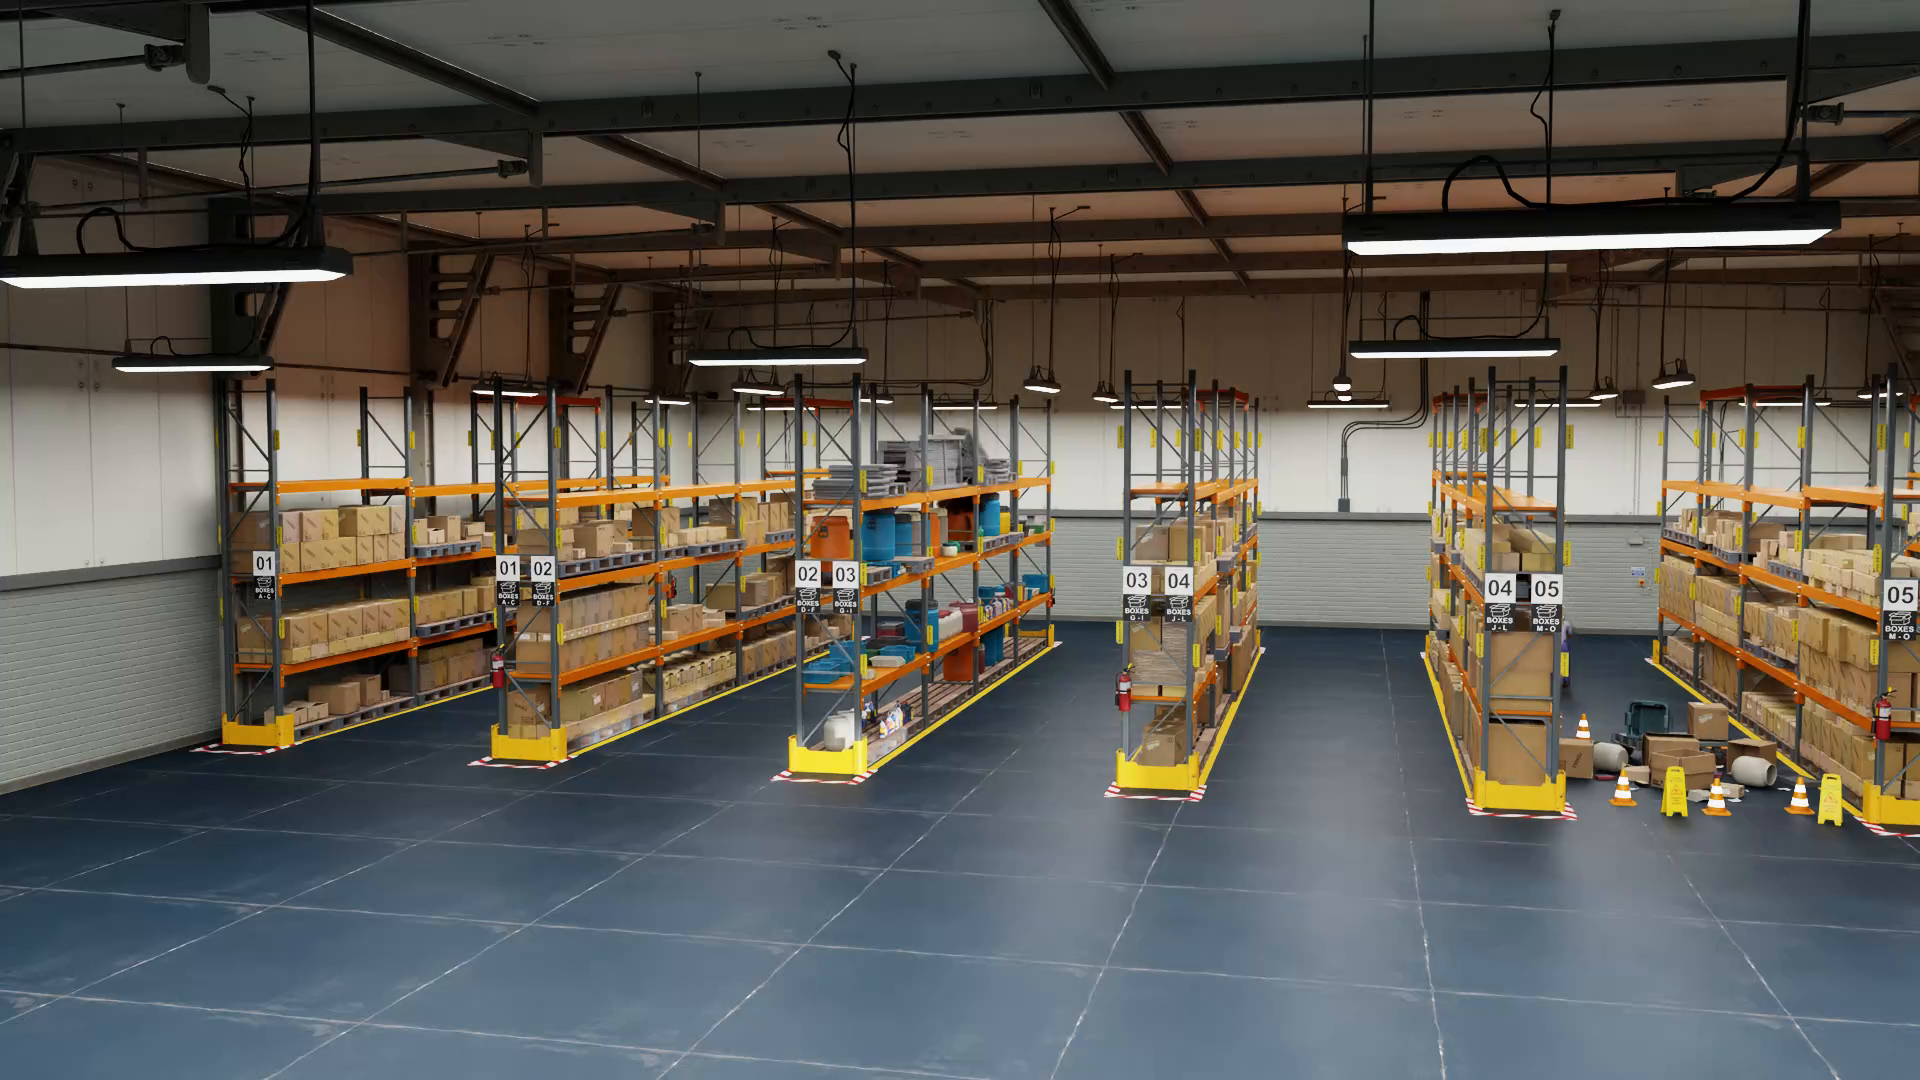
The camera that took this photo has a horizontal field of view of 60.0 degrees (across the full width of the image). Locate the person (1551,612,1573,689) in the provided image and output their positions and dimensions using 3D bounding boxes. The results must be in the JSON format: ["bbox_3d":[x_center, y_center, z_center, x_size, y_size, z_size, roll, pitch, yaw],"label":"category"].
[{"bbox_3d":[11.969,2.203,33.205,0.608,1.639,0.956,0,3,5],"label":"person"}]

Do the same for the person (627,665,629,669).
[{"bbox_3d":[-6.924,2.128,34.342,0.586,1.647,0.653,0,3,1],"label":"person"}]
